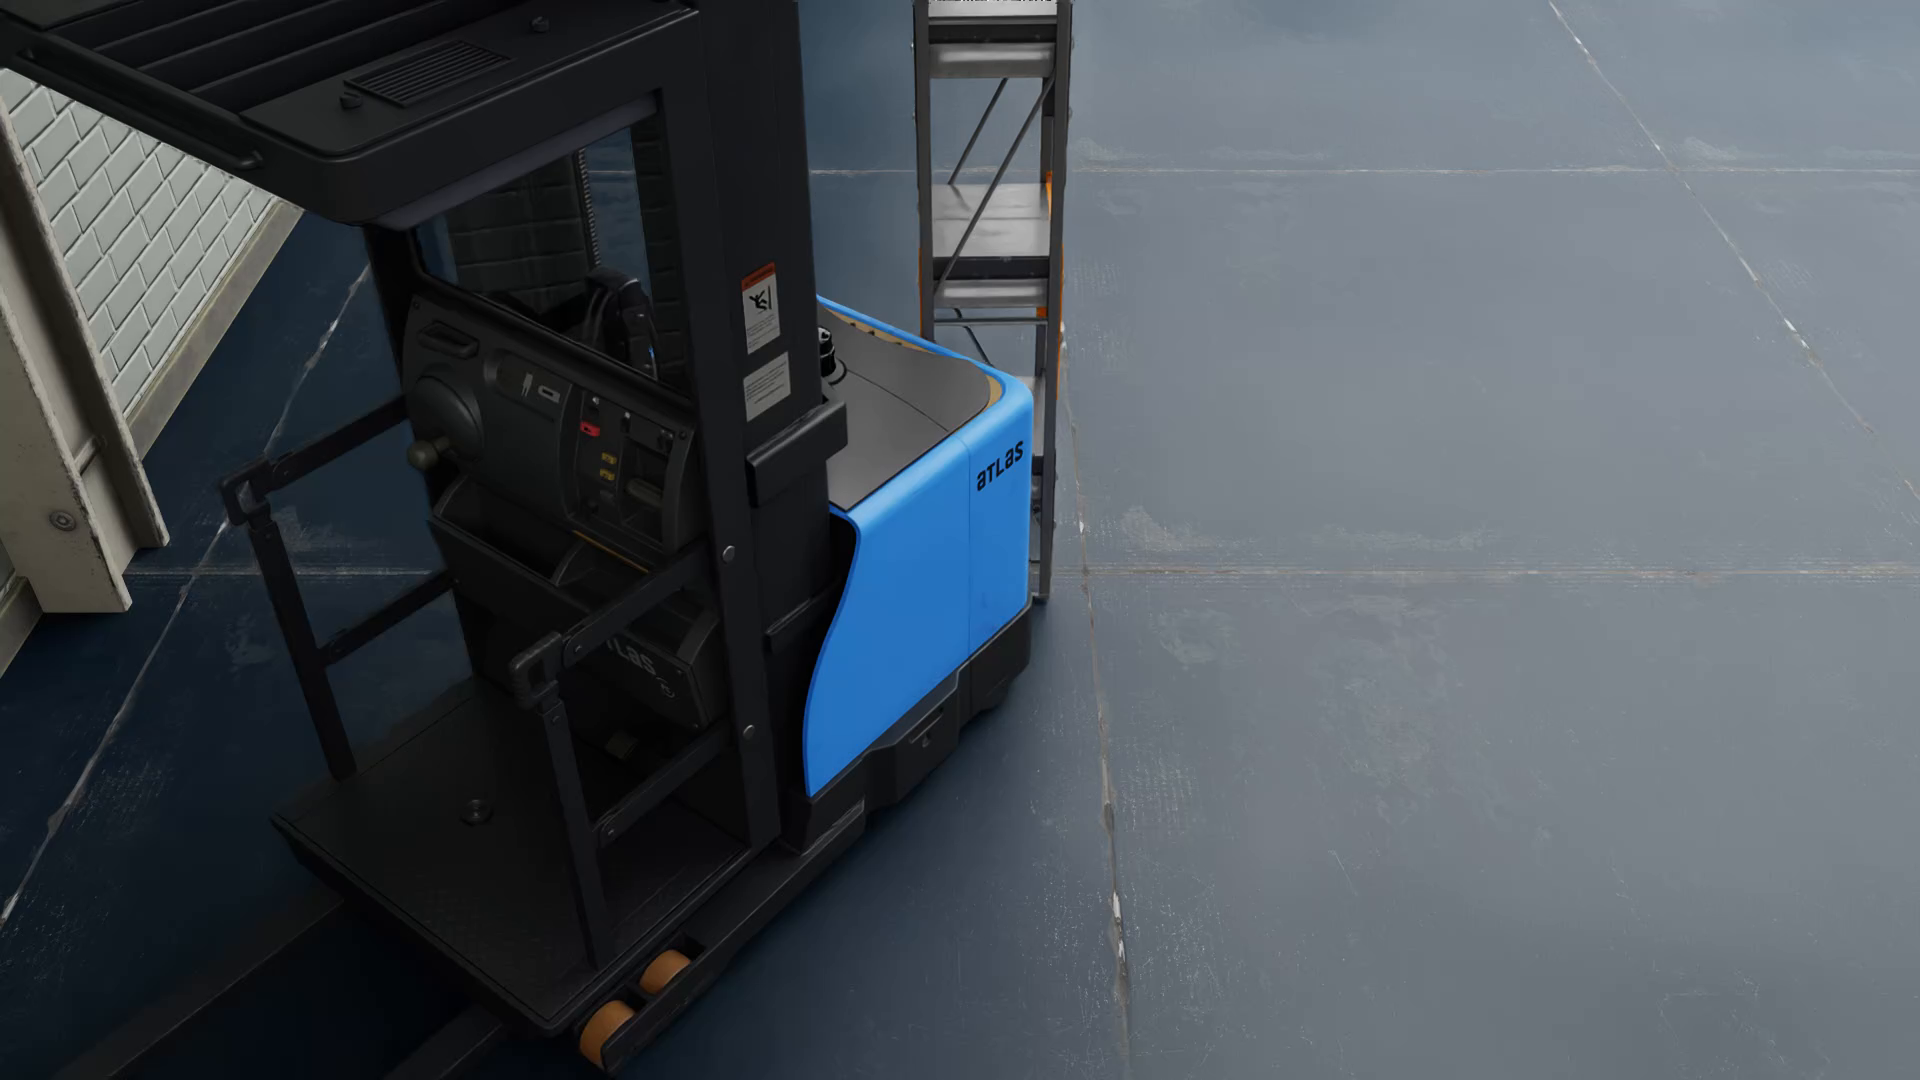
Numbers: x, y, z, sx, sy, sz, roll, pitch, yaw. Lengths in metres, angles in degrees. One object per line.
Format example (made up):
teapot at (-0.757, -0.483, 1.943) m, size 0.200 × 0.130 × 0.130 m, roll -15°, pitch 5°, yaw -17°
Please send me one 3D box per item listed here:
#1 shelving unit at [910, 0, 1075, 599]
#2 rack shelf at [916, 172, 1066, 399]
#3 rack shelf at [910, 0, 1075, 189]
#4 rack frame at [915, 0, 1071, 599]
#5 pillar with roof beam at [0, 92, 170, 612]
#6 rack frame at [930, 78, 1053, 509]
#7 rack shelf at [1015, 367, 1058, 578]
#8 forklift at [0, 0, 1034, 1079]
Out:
shelving unit at (0.086, -0.784, 5.045) m, size 0.431 × 2.100 × 0.503 m, roll -1°, pitch 38°, yaw -1°
rack shelf at (0.086, -0.774, 5.053) m, size 0.431 × 0.518 × 0.480 m, roll -1°, pitch 38°, yaw -1°
rack shelf at (0.082, -1.323, 4.620) m, size 0.431 × 0.518 × 0.480 m, roll -1°, pitch 38°, yaw -1°
rack frame at (0.090, -0.633, 4.853) m, size 0.400 × 2.100 × 0.015 m, roll -1°, pitch 38°, yaw -1°
pillar with roof beam at (1.415, -3.402, 2.800) m, size 9.100 × 9.000 × 0.400 m, roll 0°, pitch 39°, yaw 0°
rack frame at (0.081, -0.935, 5.236) m, size 0.400 × 2.100 × 0.015 m, roll -1°, pitch 38°, yaw -1°
rack shelf at (0.090, -0.224, 5.487) m, size 0.431 × 0.518 × 0.480 m, roll -1°, pitch 38°, yaw -1°
forklift at (-1.077, -0.188, 3.641) m, size 1.130 × 2.935 × 3.031 m, roll 26°, pitch 45°, yaw 28°
